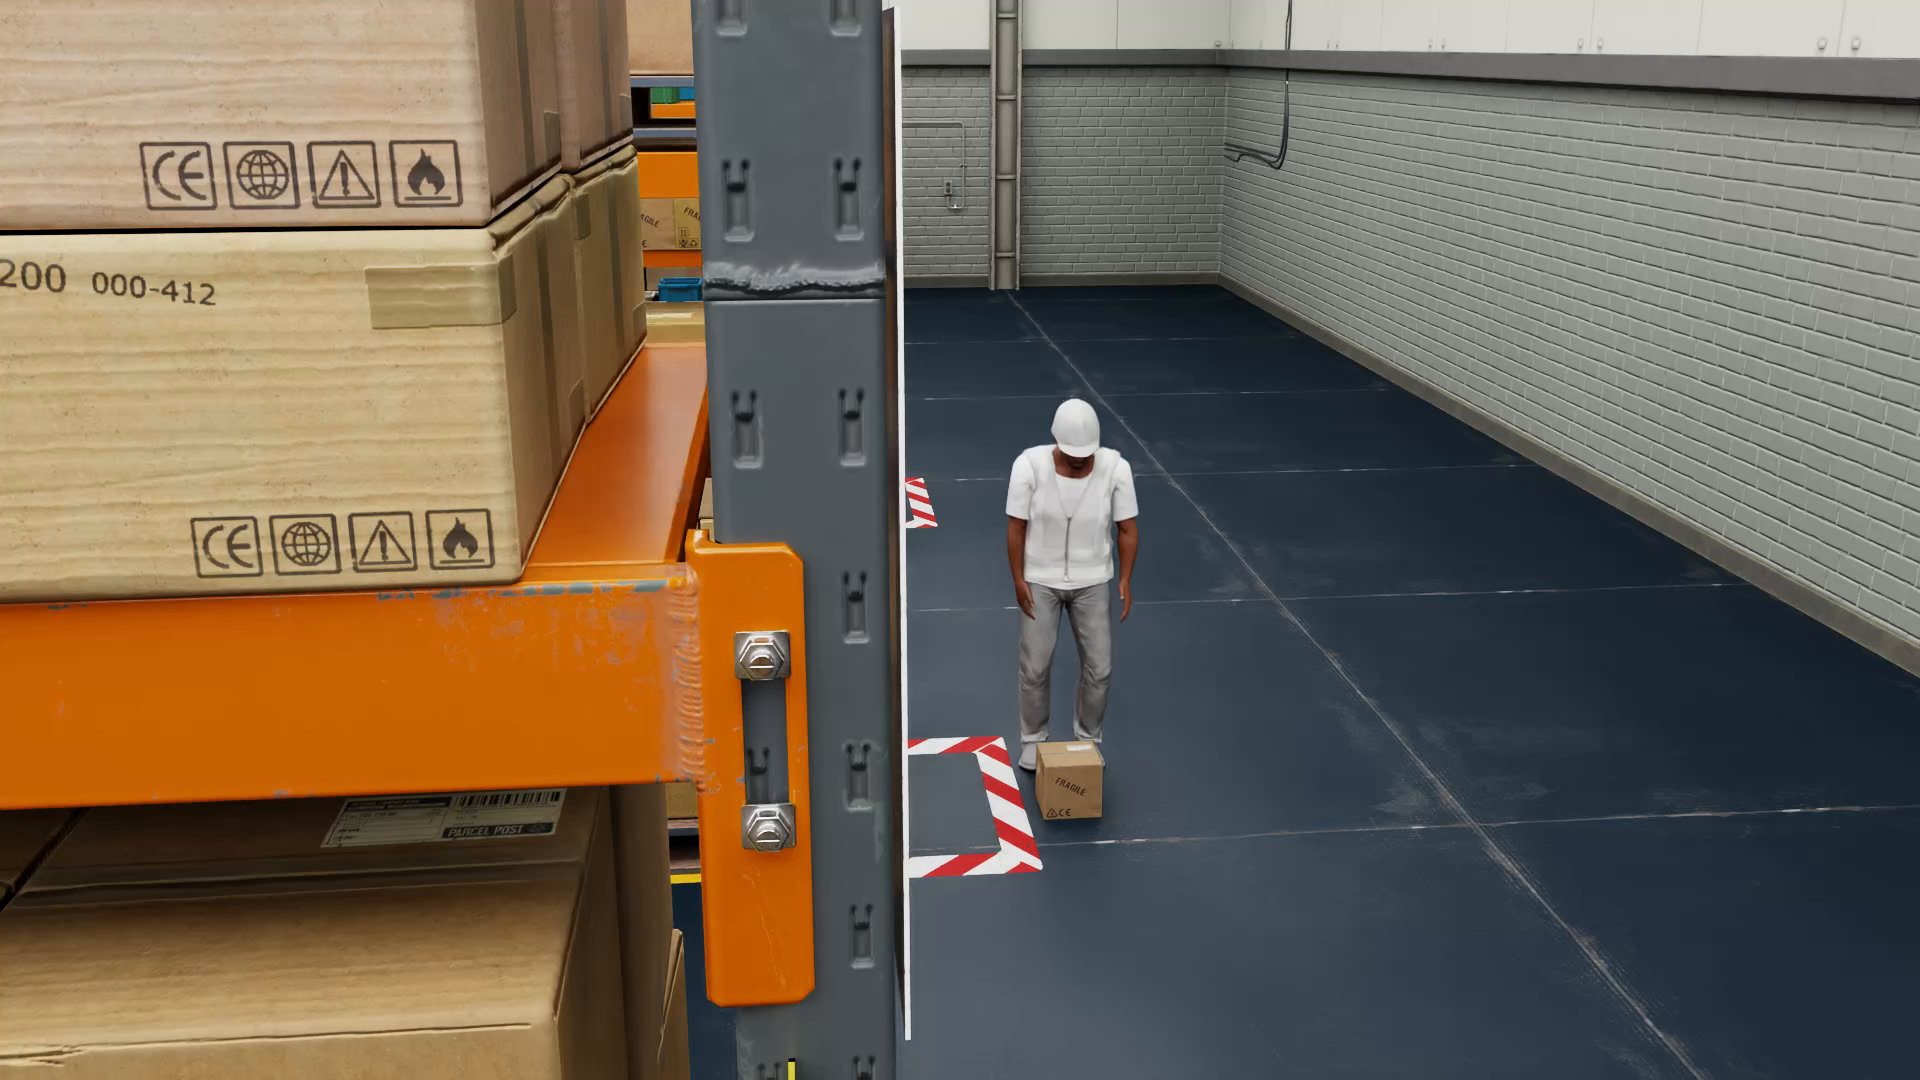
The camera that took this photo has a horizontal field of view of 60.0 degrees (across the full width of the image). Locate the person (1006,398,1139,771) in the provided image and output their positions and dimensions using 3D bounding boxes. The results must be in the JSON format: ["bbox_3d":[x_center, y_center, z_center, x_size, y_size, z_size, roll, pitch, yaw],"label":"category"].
[{"bbox_3d":[0.497,0.198,7.425,0.591,1.717,0.453,0,17,1],"label":"person"}]
